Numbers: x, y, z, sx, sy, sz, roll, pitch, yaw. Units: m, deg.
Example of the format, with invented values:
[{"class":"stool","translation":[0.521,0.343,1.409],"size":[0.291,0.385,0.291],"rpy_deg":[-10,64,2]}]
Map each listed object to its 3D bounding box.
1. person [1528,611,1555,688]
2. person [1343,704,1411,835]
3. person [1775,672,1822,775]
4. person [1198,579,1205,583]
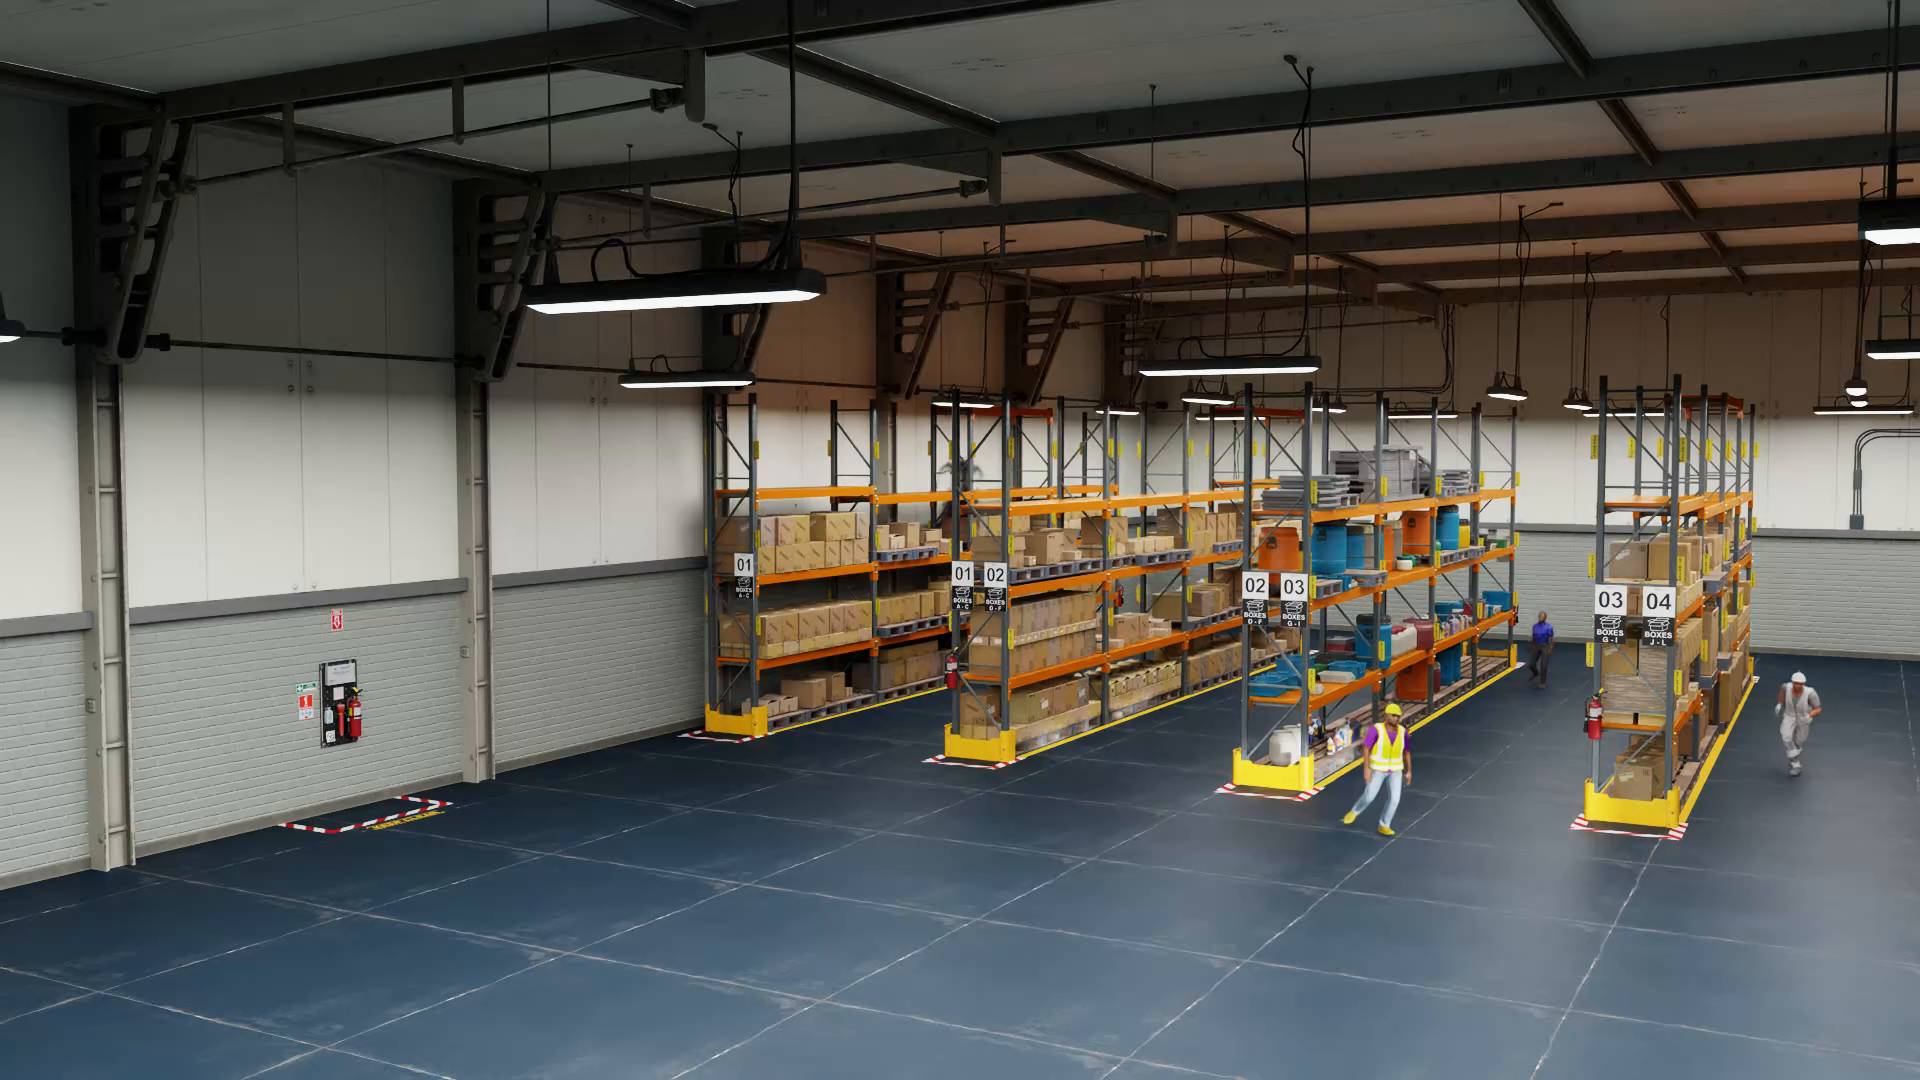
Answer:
[{"class":"person","translation":[12.231,2.301,35.010],"size":[0.634,1.625,0.655],"rpy_deg":[2,4,37]},{"class":"person","translation":[5.464,2.969,21.692],"size":[0.833,1.703,0.572],"rpy_deg":[0,3,-2]},{"class":"person","translation":[12.931,2.781,25.656],"size":[0.668,1.585,1.118],"rpy_deg":[2,4,31]},{"class":"person","translation":[6.250,1.837,43.594],"size":[0.793,1.663,0.539],"rpy_deg":[-2,4,-29]}]
